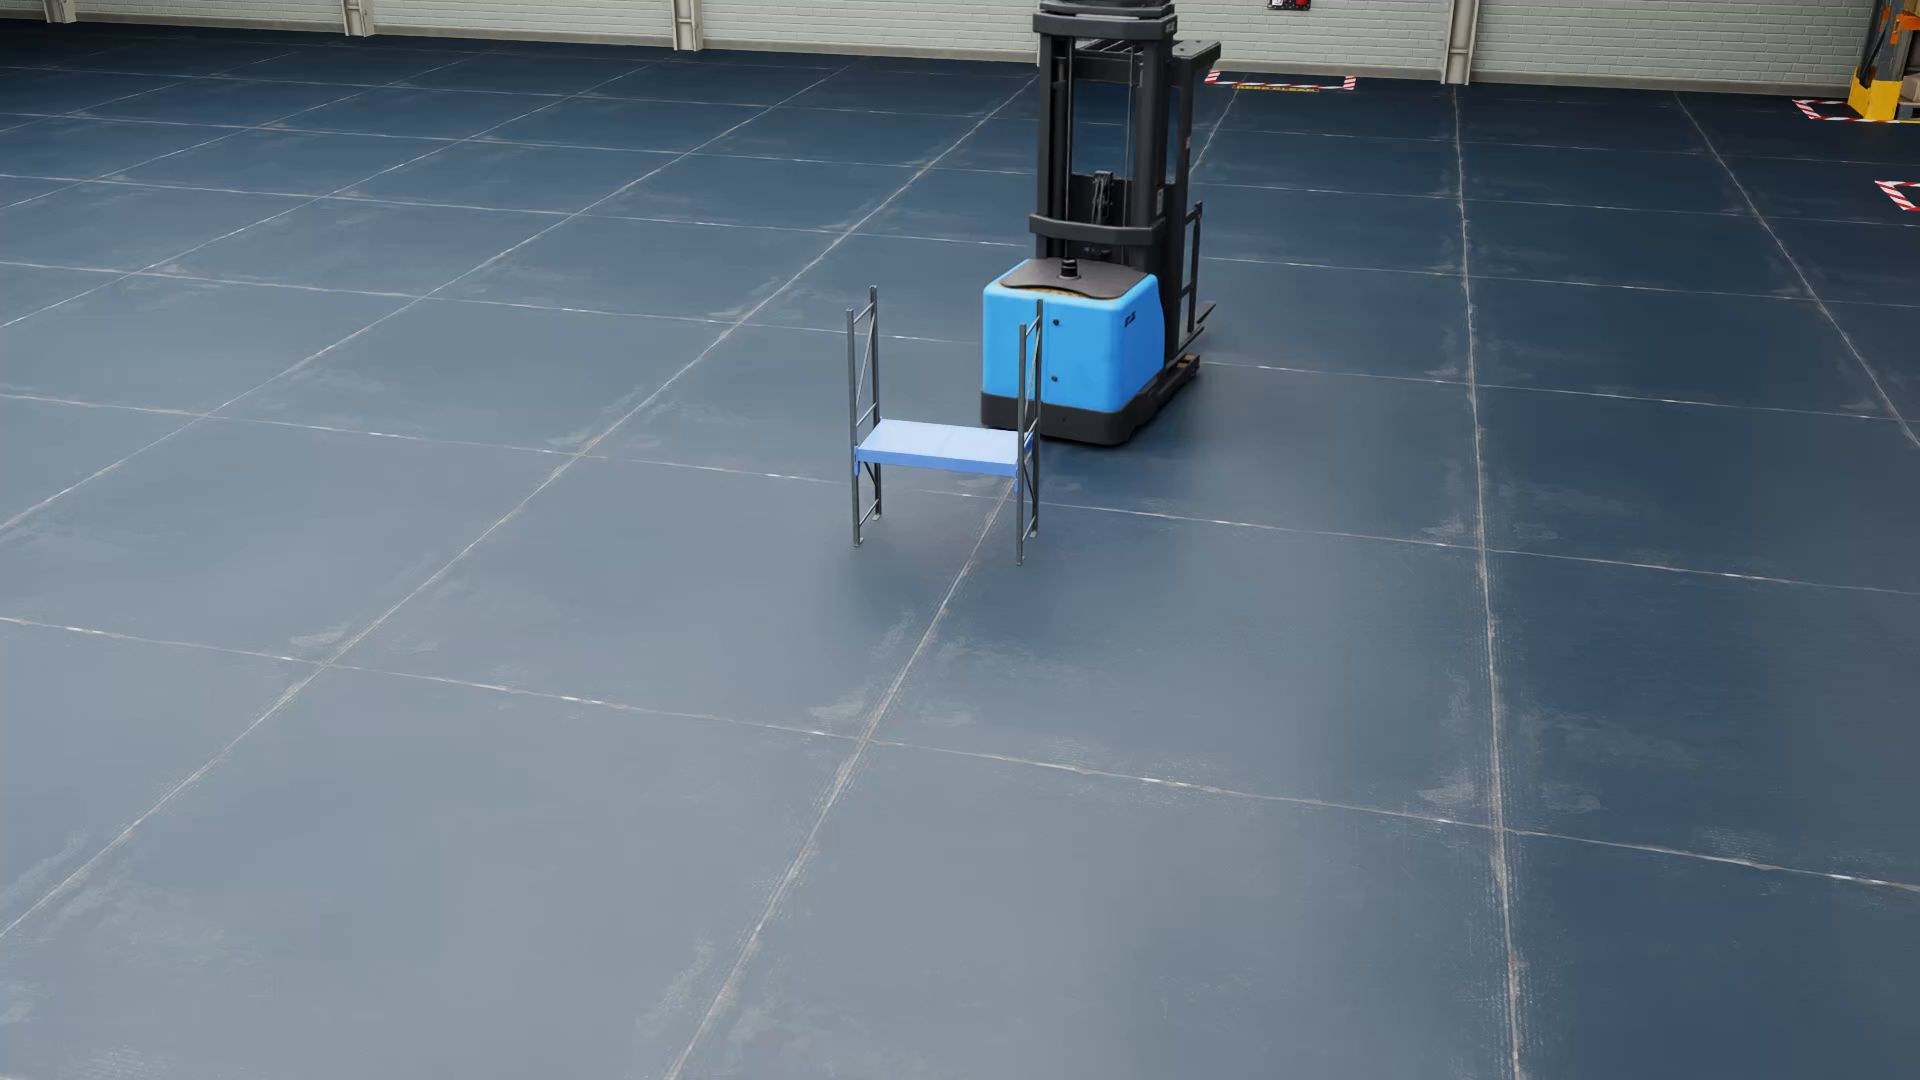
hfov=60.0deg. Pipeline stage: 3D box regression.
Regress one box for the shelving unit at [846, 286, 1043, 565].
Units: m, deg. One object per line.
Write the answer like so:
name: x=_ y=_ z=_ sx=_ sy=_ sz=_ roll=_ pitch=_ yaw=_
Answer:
shelving unit: x=-0.083 y=-0.686 z=9.947 sx=1.048 sy=1.500 sz=0.538 roll=6 pitch=26 yaw=13

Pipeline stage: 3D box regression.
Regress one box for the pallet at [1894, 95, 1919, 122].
pallet: x=12.992 y=-5.740 z=22.062 sx=1.213 sy=0.211 sz=1.003 roll=6 pitch=26 yaw=13

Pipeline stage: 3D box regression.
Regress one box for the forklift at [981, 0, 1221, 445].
forklift: x=1.213 y=-2.583 z=12.266 sx=1.130 sy=2.935 sz=3.031 roll=11 pitch=28 yaw=22

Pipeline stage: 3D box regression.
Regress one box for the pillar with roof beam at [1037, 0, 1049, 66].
pillar with roof beam: x=0.340 y=-9.596 z=19.936 sx=0.400 sy=9.000 sz=9.100 roll=6 pitch=26 yaw=13

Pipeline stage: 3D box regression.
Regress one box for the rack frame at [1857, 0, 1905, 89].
rack frame: x=12.140 y=-7.109 z=21.693 sx=0.127 sy=3.000 sz=1.000 roll=6 pitch=26 yaw=13

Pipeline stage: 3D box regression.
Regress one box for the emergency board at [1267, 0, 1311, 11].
emergency board: x=4.839 y=-8.317 z=24.230 sx=0.643 sy=1.169 sz=0.194 roll=6 pitch=26 yaw=13

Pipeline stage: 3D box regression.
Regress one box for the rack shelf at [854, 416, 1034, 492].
rack shelf: x=-0.083 y=-0.524 z=10.024 sx=1.000 sy=0.185 sz=0.538 roll=6 pitch=26 yaw=13

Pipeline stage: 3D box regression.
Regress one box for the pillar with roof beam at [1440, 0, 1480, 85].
pillar with roof beam: x=6.151 y=-8.953 z=18.587 sx=0.400 sy=9.000 sz=9.100 roll=6 pitch=26 yaw=13

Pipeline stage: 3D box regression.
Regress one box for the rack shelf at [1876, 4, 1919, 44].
rack shelf: x=14.077 y=-6.570 z=21.398 sx=4.000 sy=0.370 sz=1.077 roll=6 pitch=26 yaw=13

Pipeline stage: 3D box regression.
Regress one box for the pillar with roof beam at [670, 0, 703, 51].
pillar with roof beam: x=-5.471 y=-10.238 z=21.286 sx=0.400 sy=9.000 sz=9.100 roll=6 pitch=26 yaw=13

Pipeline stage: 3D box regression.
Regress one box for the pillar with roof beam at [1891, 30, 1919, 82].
pillar with roof beam: x=11.961 y=-8.311 z=17.238 sx=0.400 sy=9.000 sz=9.100 roll=6 pitch=26 yaw=13

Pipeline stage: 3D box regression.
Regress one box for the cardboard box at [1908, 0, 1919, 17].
cardboard box: x=12.534 y=-6.866 z=21.334 sx=0.500 sy=0.250 sz=0.500 roll=6 pitch=26 yaw=11

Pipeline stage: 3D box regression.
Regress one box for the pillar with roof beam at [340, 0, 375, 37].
pillar with roof beam: x=-11.282 y=-10.880 z=22.635 sx=0.400 sy=9.000 sz=9.100 roll=6 pitch=26 yaw=13

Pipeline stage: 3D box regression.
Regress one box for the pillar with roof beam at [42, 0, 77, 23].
pillar with roof beam: x=-17.093 y=-11.523 z=23.984 sx=0.400 sy=9.000 sz=9.100 roll=6 pitch=26 yaw=13

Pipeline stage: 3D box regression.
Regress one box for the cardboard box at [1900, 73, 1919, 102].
cardboard box: x=12.788 y=-5.982 z=21.942 sx=0.500 sy=0.311 sz=0.500 roll=3 pitch=26 yaw=7

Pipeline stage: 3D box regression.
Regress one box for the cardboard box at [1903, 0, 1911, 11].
cardboard box: x=12.641 y=-7.081 z=21.785 sx=0.500 sy=0.250 sz=0.500 roll=7 pitch=26 yaw=14

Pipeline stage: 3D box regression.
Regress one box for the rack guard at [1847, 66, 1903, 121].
rack guard: x=12.214 y=-5.973 z=22.213 sx=0.348 sy=0.500 sz=1.175 roll=6 pitch=26 yaw=13

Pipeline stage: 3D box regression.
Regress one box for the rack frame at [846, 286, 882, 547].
rack frame: x=-0.575 y=-0.741 z=10.061 sx=0.032 sy=1.500 sz=0.500 roll=6 pitch=26 yaw=13

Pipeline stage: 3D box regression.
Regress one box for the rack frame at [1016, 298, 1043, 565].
rack frame: x=0.410 y=-0.632 z=9.832 sx=0.032 sy=1.500 sz=0.500 roll=6 pitch=26 yaw=13

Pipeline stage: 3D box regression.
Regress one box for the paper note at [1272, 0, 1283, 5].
paper note: x=4.685 y=-7.967 z=24.520 sx=0.142 sy=0.148 sz=0.016 roll=6 pitch=26 yaw=13
